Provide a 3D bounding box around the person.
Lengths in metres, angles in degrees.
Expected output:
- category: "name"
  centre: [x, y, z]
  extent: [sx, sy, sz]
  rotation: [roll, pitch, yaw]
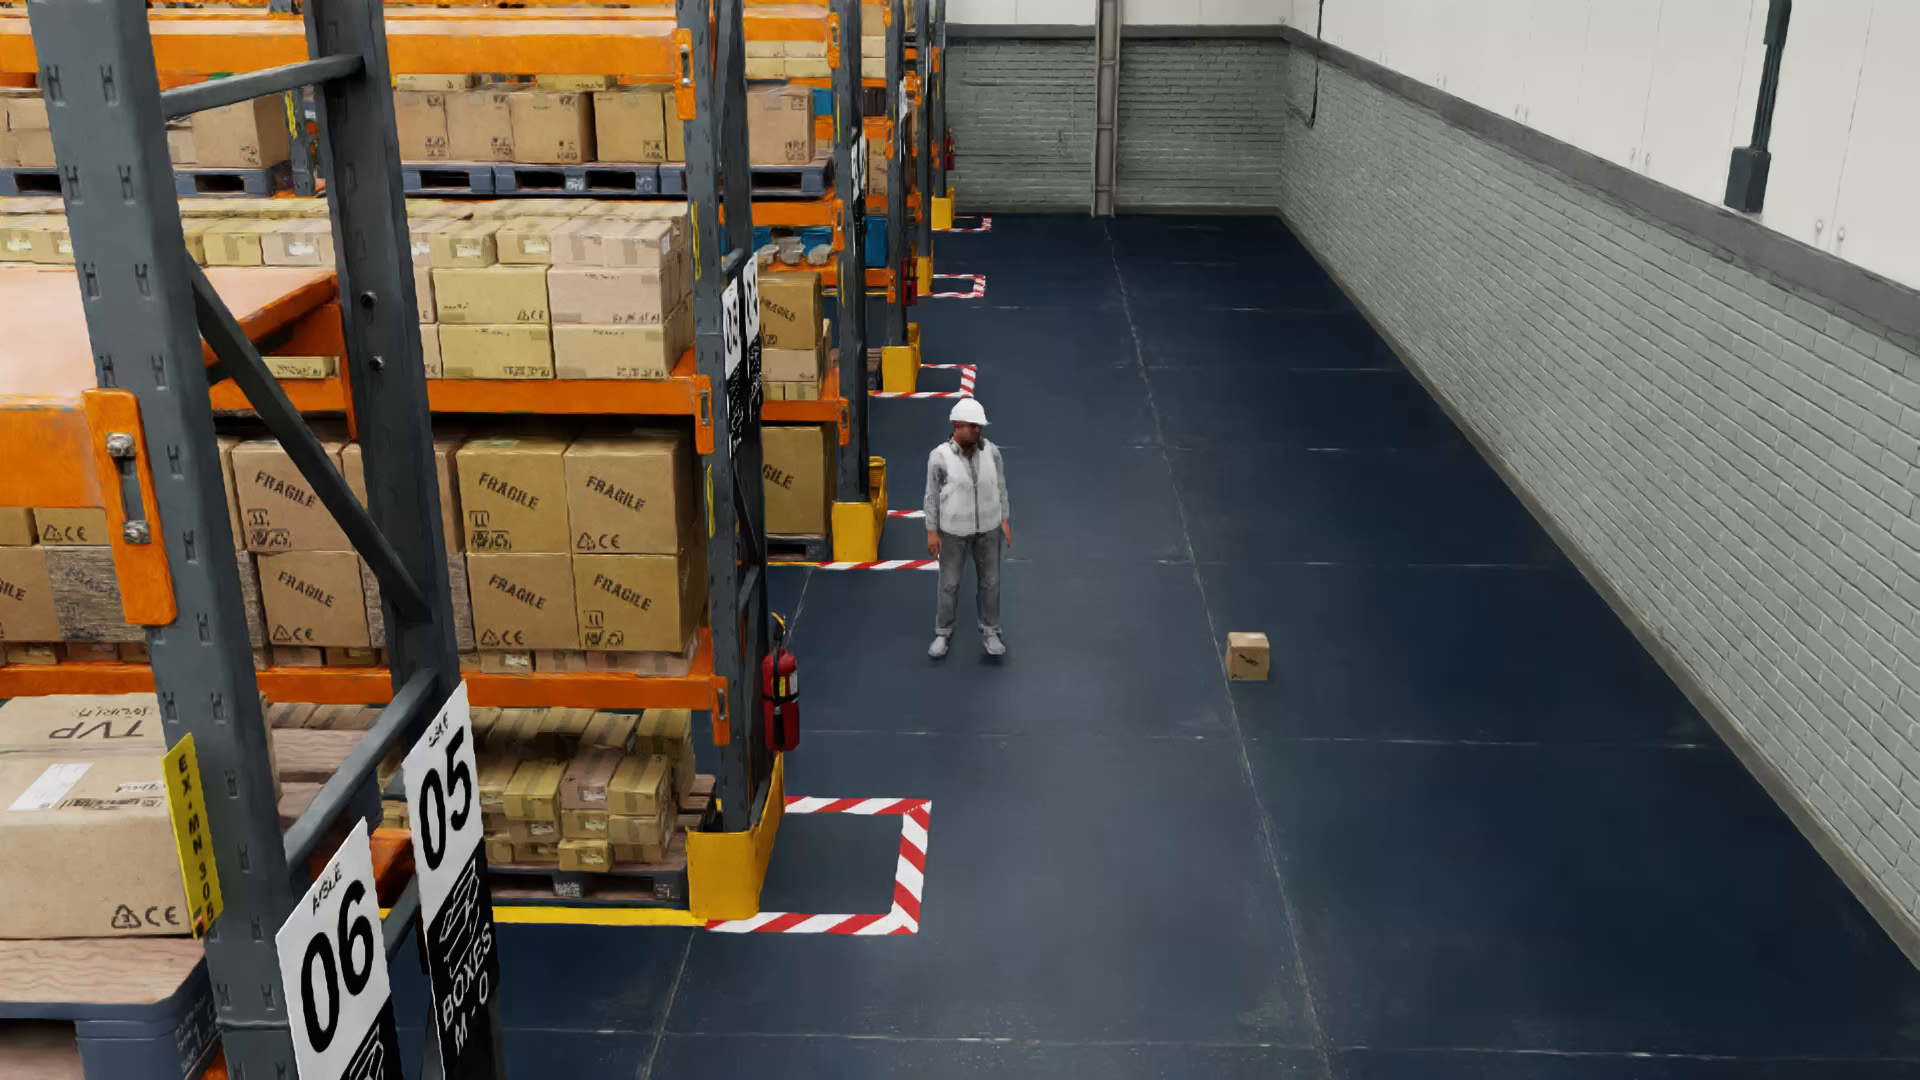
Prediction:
- category: "person"
  centre: [0.062, -0.071, 11.152]
  extent: [0.587, 1.781, 0.470]
  rotation: [-7, 22, -17]
